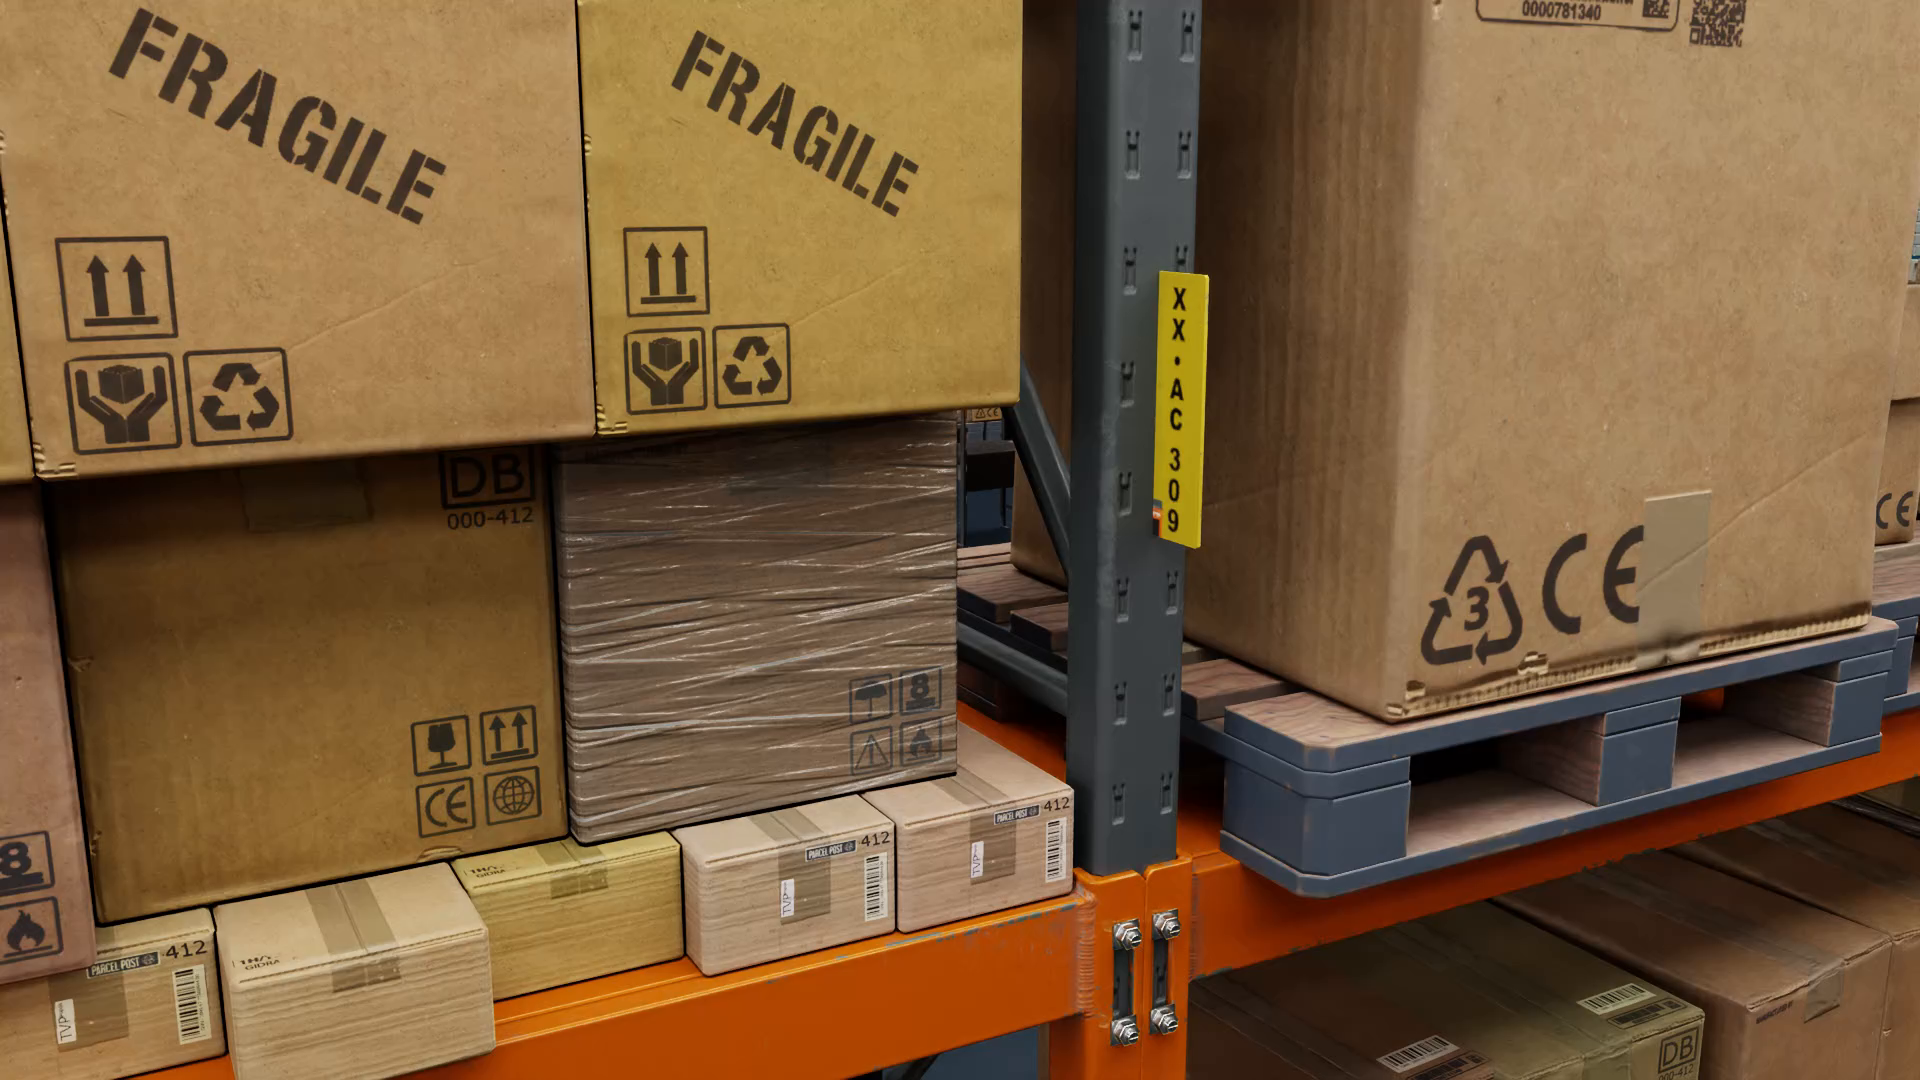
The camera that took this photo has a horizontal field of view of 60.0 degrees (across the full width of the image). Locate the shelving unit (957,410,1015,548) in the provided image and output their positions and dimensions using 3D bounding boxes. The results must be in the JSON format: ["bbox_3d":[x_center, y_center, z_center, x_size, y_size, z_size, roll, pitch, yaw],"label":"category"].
[{"bbox_3d":[0.145,-1.042,9.956,0.503,2.100,0.431,-7,14,-28],"label":"shelving unit"}]

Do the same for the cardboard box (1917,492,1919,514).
[{"bbox_3d":[2.173,-0.171,3.388,0.258,0.266,0.396,-7,15,-29],"label":"cardboard box"}]

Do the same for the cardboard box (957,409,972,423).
[{"bbox_3d":[-0.243,-1.213,13.359,0.500,0.500,0.500,-7,15,-30],"label":"cardboard box"}]

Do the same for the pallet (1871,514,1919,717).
[{"bbox_3d":[1.789,0.050,3.491,1.213,0.211,1.003,-7,14,-28],"label":"pallet"}]

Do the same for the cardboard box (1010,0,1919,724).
[{"bbox_3d":[0.761,-0.393,2.700,1.000,1.000,1.000,-7,14,-27],"label":"cardboard box"}]

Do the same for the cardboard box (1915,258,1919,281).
[{"bbox_3d":[2.610,-0.371,3.740,0.500,0.500,0.700,-5,13,-20],"label":"cardboard box"}]

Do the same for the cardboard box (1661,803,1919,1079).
[{"bbox_3d":[1.953,0.941,3.785,0.500,0.500,0.700,-6,14,-23],"label":"cardboard box"}]

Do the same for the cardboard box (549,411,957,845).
[{"bbox_3d":[-0.429,0.003,2.360,0.500,0.500,0.875,-7,14,-28],"label":"cardboard box"}]

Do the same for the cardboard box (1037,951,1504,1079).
[{"bbox_3d":[0.545,1.106,3.055,0.500,0.500,0.700,-8,15,-32],"label":"cardboard box"}]

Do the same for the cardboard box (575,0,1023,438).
[{"bbox_3d":[-0.267,-0.420,1.961,0.500,0.500,0.500,-7,14,-28],"label":"cardboard box"}]

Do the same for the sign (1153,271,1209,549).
[{"bbox_3d":[0.263,-0.157,2.004,0.005,0.325,0.100,-7,14,-28],"label":"sign"}]

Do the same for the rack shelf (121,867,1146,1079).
[{"bbox_3d":[-1.759,0.723,1.705,4.000,0.370,1.077,-7,14,-28],"label":"rack shelf"}]

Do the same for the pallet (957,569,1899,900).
[{"bbox_3d":[0.737,0.203,2.814,1.213,0.211,1.003,-7,14,-28],"label":"pallet"}]

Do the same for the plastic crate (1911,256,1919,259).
[{"bbox_3d":[7.203,-1.971,12.282,0.300,0.233,0.416,-7,14,-28],"label":"plastic crate"}]

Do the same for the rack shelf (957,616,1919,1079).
[{"bbox_3d":[1.752,0.302,3.574,4.000,0.370,1.077,-7,14,-28],"label":"rack shelf"}]

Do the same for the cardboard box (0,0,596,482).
[{"bbox_3d":[-0.705,-0.367,1.726,0.500,0.500,0.500,-7,14,-28],"label":"cardboard box"}]

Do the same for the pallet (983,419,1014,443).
[{"bbox_3d":[0.507,-1.007,14.104,1.213,0.211,1.003,-7,14,-28],"label":"pallet"}]

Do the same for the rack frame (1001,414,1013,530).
[{"bbox_3d":[0.359,-1.067,10.070,0.015,2.100,0.400,-7,14,-28],"label":"rack frame"}]

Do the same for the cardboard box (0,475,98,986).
[{"bbox_3d":[-1.275,0.121,1.836,0.500,0.500,0.875,-7,14,-28],"label":"cardboard box"}]

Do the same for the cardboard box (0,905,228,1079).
[{"bbox_3d":[-0.973,0.451,1.846,0.250,0.149,0.380,-7,14,-28],"label":"cardboard box"}]

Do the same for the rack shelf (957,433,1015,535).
[{"bbox_3d":[0.145,-0.346,10.113,0.480,0.518,0.431,-7,14,-28],"label":"rack shelf"}]

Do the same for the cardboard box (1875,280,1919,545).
[{"bbox_3d":[1.473,-0.294,3.393,0.637,0.503,0.797,-5,14,-22],"label":"cardboard box"}]

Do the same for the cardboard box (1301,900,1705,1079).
[{"bbox_3d":[0.973,1.059,3.262,0.500,0.500,0.700,-7,14,-28],"label":"cardboard box"}]

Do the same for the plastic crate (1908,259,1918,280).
[{"bbox_3d":[6.073,-1.731,11.104,0.530,0.282,0.437,-7,14,-28],"label":"plastic crate"}]

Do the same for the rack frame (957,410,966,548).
[{"bbox_3d":[-0.069,-1.016,9.842,0.015,2.100,0.400,-7,14,-28],"label":"rack frame"}]

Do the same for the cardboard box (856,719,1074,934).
[{"bbox_3d":[-0.052,0.363,2.236,0.250,0.149,0.380,-7,14,-28],"label":"cardboard box"}]

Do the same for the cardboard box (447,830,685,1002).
[{"bbox_3d":[-0.524,0.402,2.062,0.250,0.149,0.380,-7,14,-28],"label":"cardboard box"}]

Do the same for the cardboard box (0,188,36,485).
[{"bbox_3d":[-1.145,-0.315,1.493,0.500,0.500,0.500,-7,14,-28],"label":"cardboard box"}]

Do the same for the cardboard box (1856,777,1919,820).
[{"bbox_3d":[2.473,0.514,3.979,0.500,0.250,0.500,-5,14,-22],"label":"cardboard box"}]

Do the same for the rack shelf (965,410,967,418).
[{"bbox_3d":[0.145,-1.028,9.959,0.480,0.518,0.431,-7,14,-28],"label":"rack shelf"}]

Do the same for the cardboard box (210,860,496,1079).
[{"bbox_3d":[-0.690,0.450,1.849,0.250,0.149,0.380,-7,14,-28],"label":"cardboard box"}]

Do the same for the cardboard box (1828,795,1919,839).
[{"bbox_3d":[2.448,0.881,4.056,0.500,0.500,0.700,-8,15,-33],"label":"cardboard box"}]

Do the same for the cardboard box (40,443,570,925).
[{"bbox_3d":[-0.884,0.049,2.156,0.500,0.500,0.875,-7,14,-28],"label":"cardboard box"}]

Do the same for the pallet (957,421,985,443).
[{"bbox_3d":[-0.563,-0.880,13.538,1.213,0.211,1.003,-7,14,-28],"label":"pallet"}]

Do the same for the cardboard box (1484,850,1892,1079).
[{"bbox_3d":[1.464,1.000,3.524,0.500,0.500,0.700,-8,15,-33],"label":"cardboard box"}]

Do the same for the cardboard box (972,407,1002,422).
[{"bbox_3d":[0.200,-1.265,13.589,0.500,0.500,0.500,-7,14,-29],"label":"cardboard box"}]

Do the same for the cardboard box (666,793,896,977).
[{"bbox_3d":[-0.276,0.388,2.127,0.250,0.149,0.380,-7,14,-28],"label":"cardboard box"}]

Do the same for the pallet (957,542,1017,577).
[{"bbox_3d":[0.435,0.220,8.649,1.213,0.211,1.003,-7,14,-28],"label":"pallet"}]
